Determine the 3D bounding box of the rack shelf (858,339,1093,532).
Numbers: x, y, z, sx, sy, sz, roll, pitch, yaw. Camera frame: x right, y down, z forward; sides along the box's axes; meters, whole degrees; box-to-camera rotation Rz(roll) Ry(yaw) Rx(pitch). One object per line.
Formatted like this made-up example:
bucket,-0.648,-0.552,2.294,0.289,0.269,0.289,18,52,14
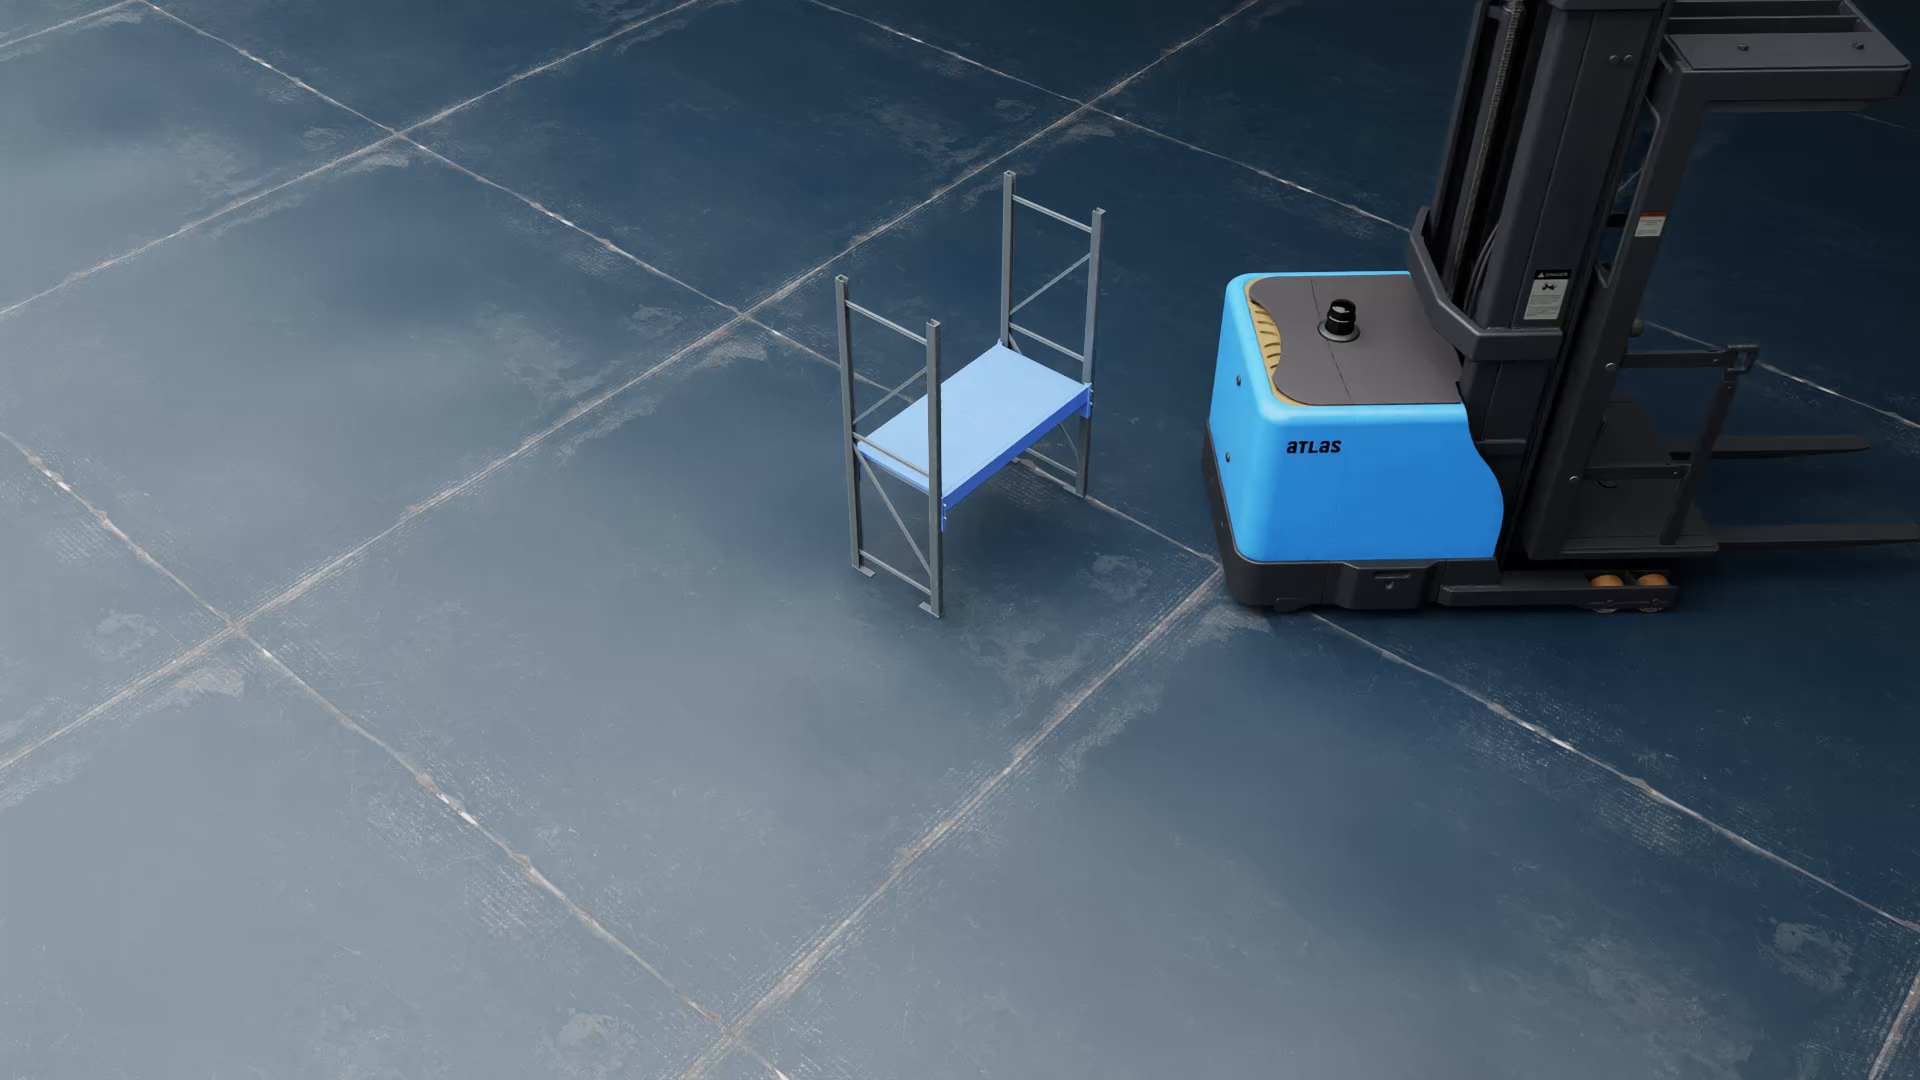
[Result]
rack shelf,0.055,-0.466,7.097,0.538,0.185,1.000,29,50,28

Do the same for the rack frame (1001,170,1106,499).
rack frame,0.382,-0.861,7.264,0.500,1.500,0.032,29,50,28

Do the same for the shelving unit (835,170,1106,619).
shelving unit,0.055,-0.599,6.976,0.538,1.500,1.048,29,50,28

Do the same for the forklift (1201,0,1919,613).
forklift,2.646,-1.133,6.500,3.031,2.935,1.130,-1,42,-1

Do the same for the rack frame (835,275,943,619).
rack frame,-0.272,-0.337,6.688,0.500,1.500,0.032,29,50,28
